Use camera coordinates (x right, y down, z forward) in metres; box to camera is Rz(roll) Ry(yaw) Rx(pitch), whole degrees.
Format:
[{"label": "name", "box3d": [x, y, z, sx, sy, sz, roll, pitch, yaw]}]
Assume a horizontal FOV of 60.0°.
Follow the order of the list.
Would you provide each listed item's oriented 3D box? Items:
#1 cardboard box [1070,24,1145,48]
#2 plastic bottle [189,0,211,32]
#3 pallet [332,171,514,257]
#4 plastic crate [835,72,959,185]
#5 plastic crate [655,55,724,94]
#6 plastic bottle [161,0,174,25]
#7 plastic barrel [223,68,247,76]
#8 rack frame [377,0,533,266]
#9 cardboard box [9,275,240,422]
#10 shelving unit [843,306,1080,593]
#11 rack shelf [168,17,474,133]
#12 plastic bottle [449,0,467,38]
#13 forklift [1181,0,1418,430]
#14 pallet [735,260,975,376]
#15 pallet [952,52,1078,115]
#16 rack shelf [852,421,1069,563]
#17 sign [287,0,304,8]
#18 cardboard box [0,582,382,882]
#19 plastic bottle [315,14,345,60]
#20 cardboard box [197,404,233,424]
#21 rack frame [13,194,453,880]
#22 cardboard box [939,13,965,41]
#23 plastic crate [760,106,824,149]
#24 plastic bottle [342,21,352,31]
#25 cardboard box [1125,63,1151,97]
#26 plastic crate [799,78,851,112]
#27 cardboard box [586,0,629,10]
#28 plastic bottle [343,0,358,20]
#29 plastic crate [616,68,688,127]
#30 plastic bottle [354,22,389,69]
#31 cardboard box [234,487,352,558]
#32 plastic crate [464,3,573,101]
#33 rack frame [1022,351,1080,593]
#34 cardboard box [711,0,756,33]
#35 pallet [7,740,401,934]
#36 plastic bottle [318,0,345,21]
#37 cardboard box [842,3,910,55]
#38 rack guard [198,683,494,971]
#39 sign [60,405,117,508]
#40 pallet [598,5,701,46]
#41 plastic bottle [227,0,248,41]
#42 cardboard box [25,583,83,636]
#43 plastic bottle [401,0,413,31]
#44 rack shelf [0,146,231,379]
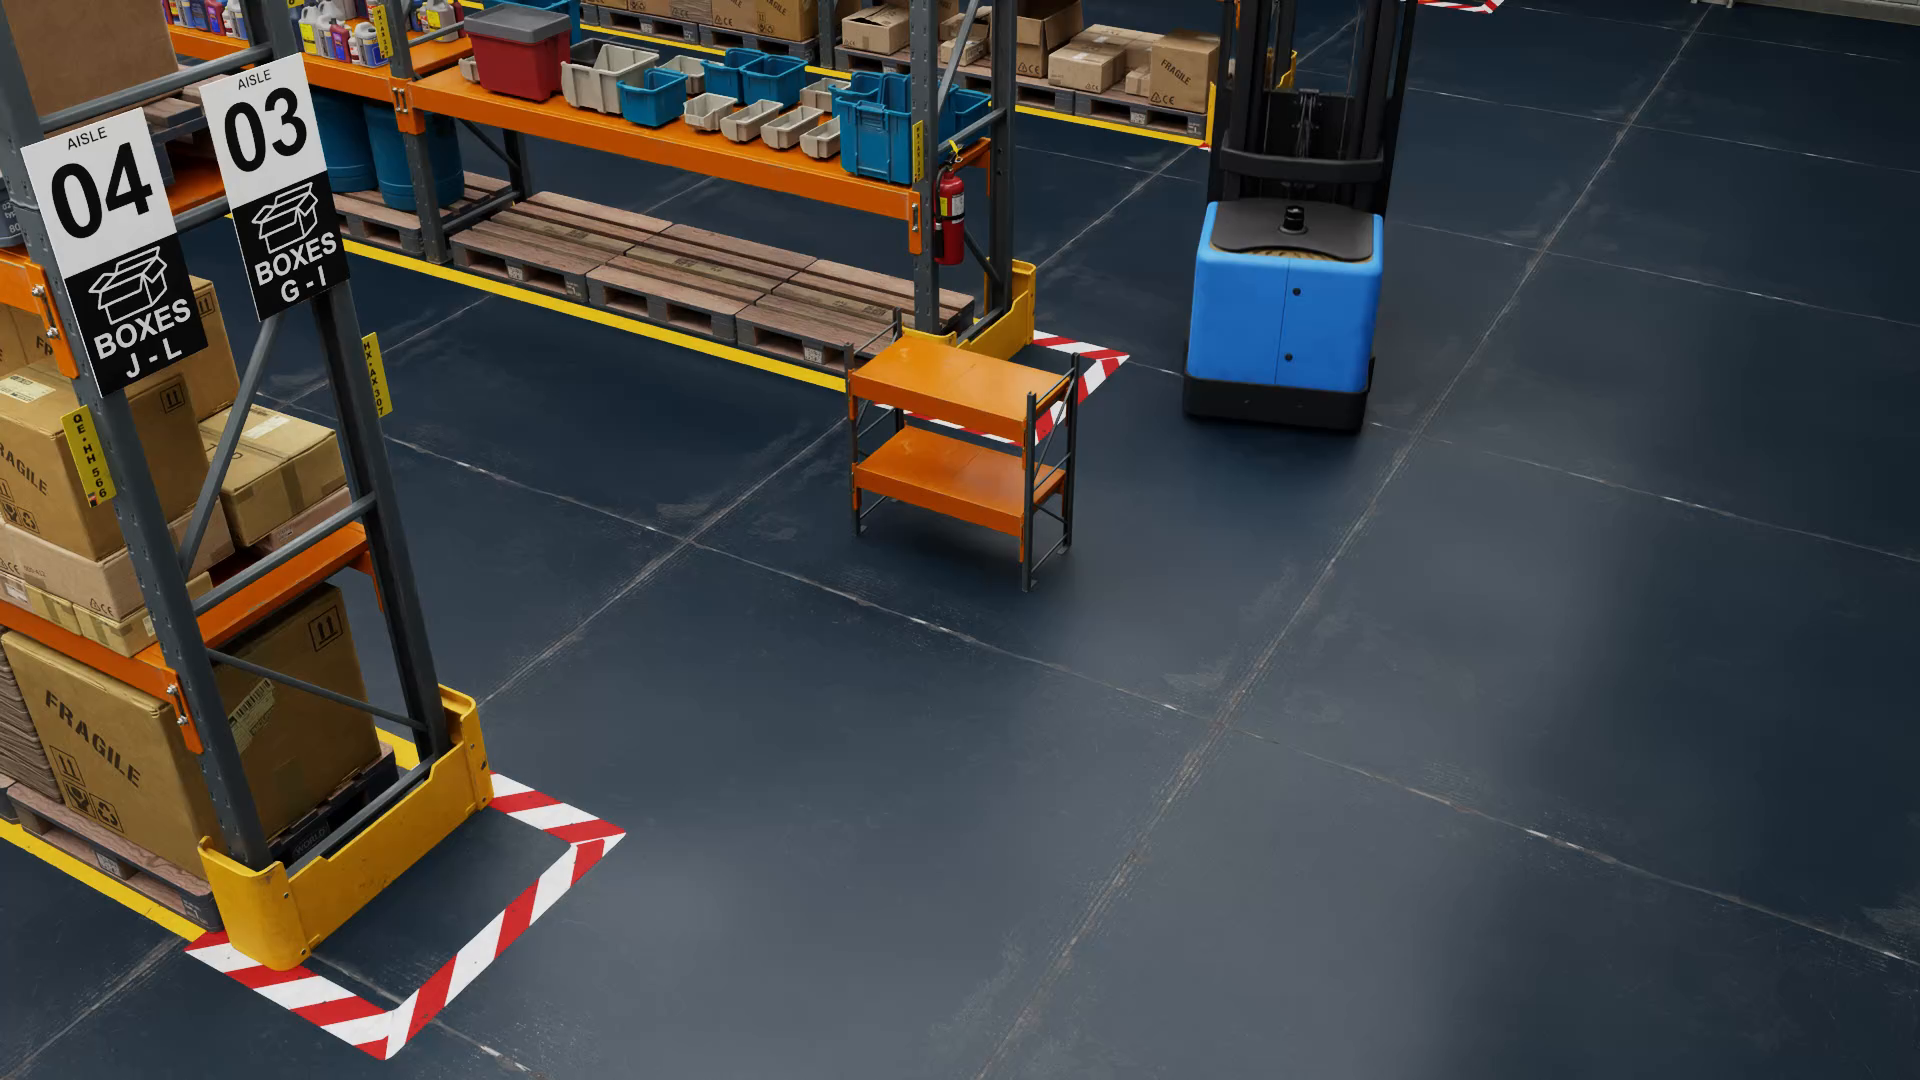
[{"label": "cardboard box", "box3d": [1.293, -4.302, 14.588, 0.500, 0.250, 0.500, 18, 37, 24]}, {"label": "plastic bottle", "box3d": [-5.358, -3.798, 11.791, 0.185, 0.351, 0.144, 18, 37, 24]}, {"label": "pallet", "box3d": [-4.091, -2.492, 12.301, 1.213, 0.211, 1.003, 18, 37, 24]}, {"label": "plastic crate", "box3d": [-0.352, -2.362, 9.505, 0.499, 0.435, 0.616, 18, 37, 24]}, {"label": "plastic crate", "box3d": [-1.780, -3.001, 10.734, 0.466, 0.136, 0.293, 18, 37, 24]}, {"label": "plastic bottle", "box3d": [-5.718, -3.857, 11.942, 0.133, 0.283, 0.061, 18, 37, 24]}, {"label": "plastic barrel", "box3d": [-5.501, -3.254, 12.728, 0.708, 0.588, 0.600, 18, 37, 24]}, {"label": "rack frame", "box3d": [-3.441, -3.420, 11.180, 0.127, 3.000, 1.000, 18, 37, 24]}, {"label": "cardboard box", "box3d": [-3.143, -0.710, 6.300, 0.500, 0.500, 0.500, 17, 37, 23]}, {"label": "shelving unit", "box3d": [0.006, -0.466, 8.435, 1.048, 1.125, 0.538, 18, 37, 24]}, {"label": "rack shelf", "box3d": [-5.178, -3.671, 12.205, 4.000, 0.370, 1.077, 18, 37, 24]}, {"label": "plastic bottle", "box3d": [-3.548, -3.678, 11.672, 0.133, 0.283, 0.061, 18, 37, 24]}, {"label": "forklift", "box3d": [2.111, -2.662, 10.103, 1.130, 2.935, 3.031, 7, 34, 10]}, {"label": "pallet", "box3d": [-0.665, -1.405, 10.669, 1.213, 0.211, 1.003, 18, 37, 24]}, {"label": "pallet", "box3d": [0.679, -4.118, 14.743, 1.213, 0.211, 1.003, 18, 37, 24]}, {"label": "rack shelf", "box3d": [0.006, -0.263, 8.571, 1.000, 0.278, 0.538, 18, 37, 24]}, {"label": "sign", "box3d": [-2.146, -1.847, 5.251, 0.005, 0.325, 0.100, 18, 37, 24]}, {"label": "cardboard box", "box3d": [-3.021, 0.635, 6.627, 0.875, 0.875, 0.875, 18, 37, 24]}, {"label": "plastic bottle", "box3d": [-4.261, -3.422, 11.294, 0.135, 0.276, 0.152, 18, 37, 24]}, {"label": "cardboard box", "box3d": [-3.163, -0.400, 6.511, 0.500, 0.250, 0.500, 17, 37, 24]}, {"label": "rack frame", "box3d": [-2.426, 0.063, 5.948, 0.127, 3.000, 1.000, 18, 37, 24]}, {"label": "cardboard box", "box3d": [0.010, -4.705, 15.284, 0.250, 0.149, 0.380, 18, 37, 24]}, {"label": "plastic crate", "box3d": [-1.011, -2.459, 9.920, 0.243, 0.136, 0.396, 18, 37, 24]}, {"label": "plastic bottle", "box3d": [-4.215, -3.456, 11.413, 0.097, 0.201, 0.097, 0, 34, 0]}, {"label": "cardboard box", "box3d": [1.591, -3.892, 14.048, 0.250, 0.166, 0.380, 18, 37, 24]}, {"label": "plastic crate", "box3d": [-0.846, -2.776, 10.397, 0.298, 0.136, 0.250, 18, 37, 24]}, {"label": "cardboard box", "box3d": [-3.310, -5.501, 16.163, 0.500, 0.500, 0.500, 17, 37, 24]}, {"label": "plastic bottle", "box3d": [-4.458, -3.934, 12.063, 0.135, 0.276, 0.152, 18, 37, 24]}, {"label": "plastic crate", "box3d": [-1.879, -2.717, 10.220, 0.300, 0.233, 0.416, 18, 37, 24]}, {"label": "plastic bottle", "box3d": [-3.944, -3.321, 11.143, 0.135, 0.276, 0.152, 18, 37, 24]}, {"label": "cardboard box", "box3d": [-2.571, -0.088, 6.403, 0.250, 0.149, 0.380, 18, 38, 25]}, {"label": "plastic crate", "box3d": [-2.791, -3.105, 10.595, 0.583, 0.464, 0.402, 18, 37, 24]}, {"label": "rack frame", "box3d": [0.447, -0.327, 8.225, 0.032, 1.125, 0.500, 18, 37, 24]}, {"label": "cardboard box", "box3d": [-1.976, -5.083, 15.536, 0.500, 0.500, 0.500, 18, 38, 25]}, {"label": "pallet", "box3d": [-3.159, 1.042, 6.995, 1.213, 0.211, 1.003, 18, 37, 24]}, {"label": "plastic bottle", "box3d": [-4.330, -3.564, 11.441, 0.185, 0.351, 0.144, 18, 37, 24]}, {"label": "cardboard box", "box3d": [-0.723, -4.647, 15.051, 0.500, 0.311, 0.500, 18, 37, 24]}, {"label": "rack guard", "box3d": [-2.405, 1.110, 6.631, 0.348, 0.500, 1.175, 18, 37, 24]}, {"label": "sign", "box3d": [-2.707, -0.260, 5.175, 0.005, 0.325, 0.100, 18, 37, 24]}, {"label": "pallet", "box3d": [-2.769, -5.183, 16.342, 1.213, 0.211, 1.003, 18, 37, 24]}, {"label": "plastic bottle", "box3d": [-5.017, -3.661, 11.654, 0.135, 0.276, 0.152, 18, 37, 24]}, {"label": "cardboard box", "box3d": [-3.125, 0.158, 6.033, 0.250, 0.149, 0.380, 18, 38, 25]}, {"label": "plastic bottle", "box3d": [-3.972, -3.780, 11.832, 0.135, 0.276, 0.152, 18, 37, 24]}, {"label": "rack shelf", "box3d": [-4.163, -1.436, 6.142, 4.000, 0.370, 1.077, 18, 37, 24]}]
